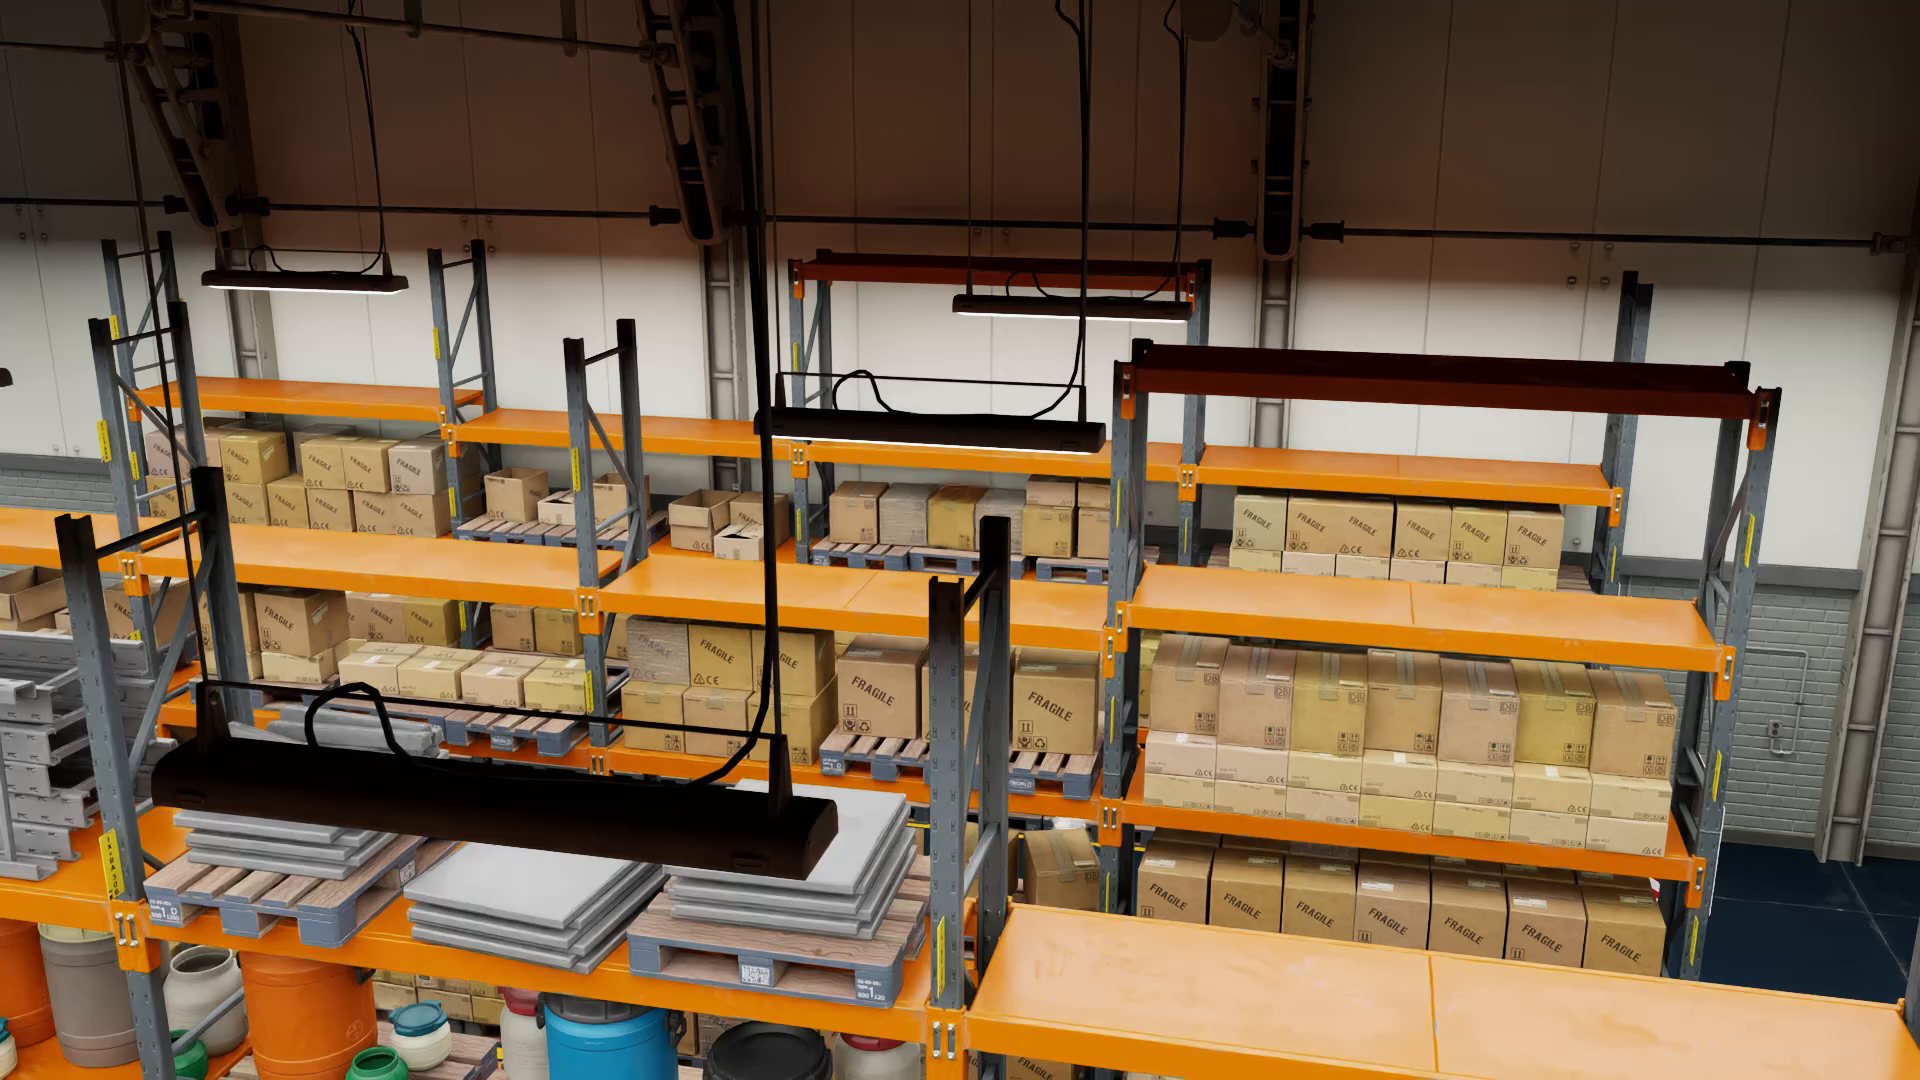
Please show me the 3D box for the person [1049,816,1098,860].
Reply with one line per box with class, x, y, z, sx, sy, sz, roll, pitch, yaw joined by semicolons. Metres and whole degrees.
person;1.055;3.040;15.164;0.748;1.583;0.656;7;18;21
